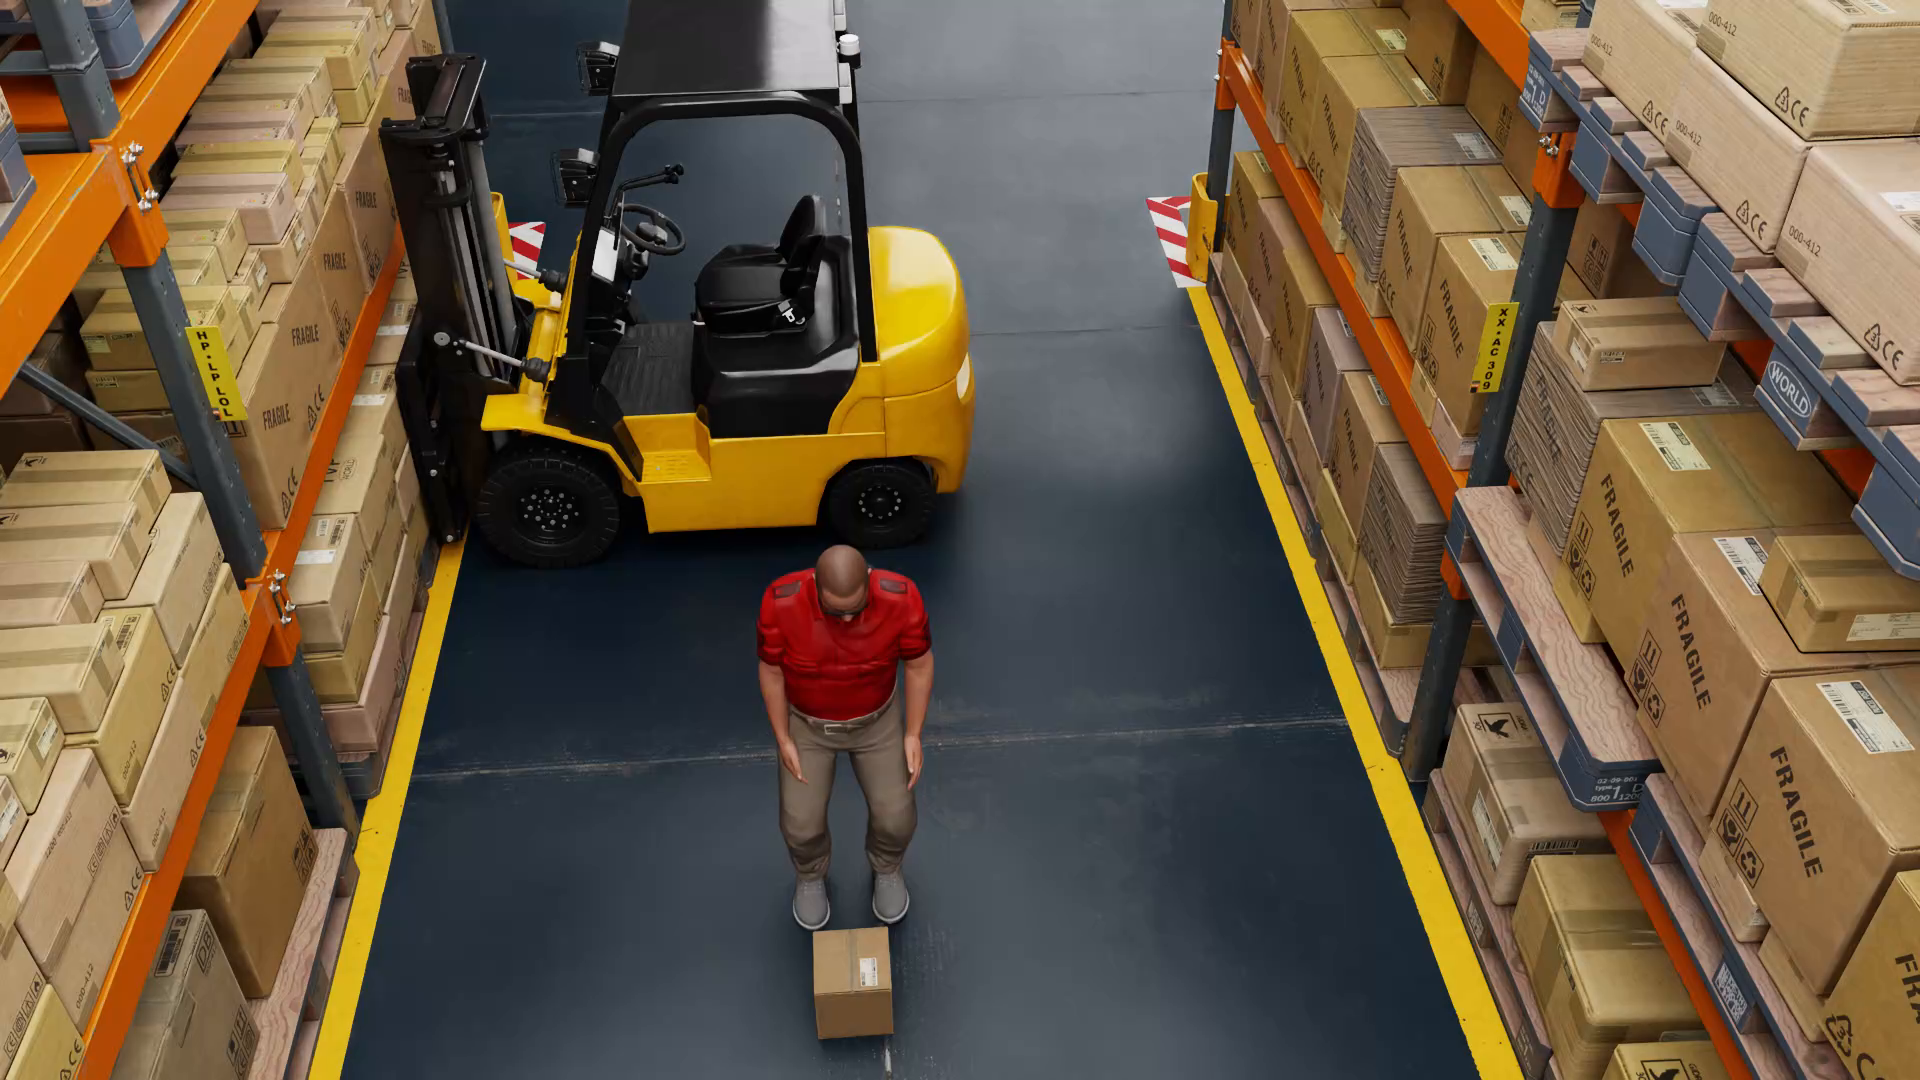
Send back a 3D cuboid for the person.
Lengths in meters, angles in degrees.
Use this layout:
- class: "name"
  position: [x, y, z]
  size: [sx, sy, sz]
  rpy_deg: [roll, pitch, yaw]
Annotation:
- class: "person"
  position: [-0.363, 0.610, 5.471]
  size: [0.561, 1.667, 0.441]
  rpy_deg: [-2, 39, -3]
